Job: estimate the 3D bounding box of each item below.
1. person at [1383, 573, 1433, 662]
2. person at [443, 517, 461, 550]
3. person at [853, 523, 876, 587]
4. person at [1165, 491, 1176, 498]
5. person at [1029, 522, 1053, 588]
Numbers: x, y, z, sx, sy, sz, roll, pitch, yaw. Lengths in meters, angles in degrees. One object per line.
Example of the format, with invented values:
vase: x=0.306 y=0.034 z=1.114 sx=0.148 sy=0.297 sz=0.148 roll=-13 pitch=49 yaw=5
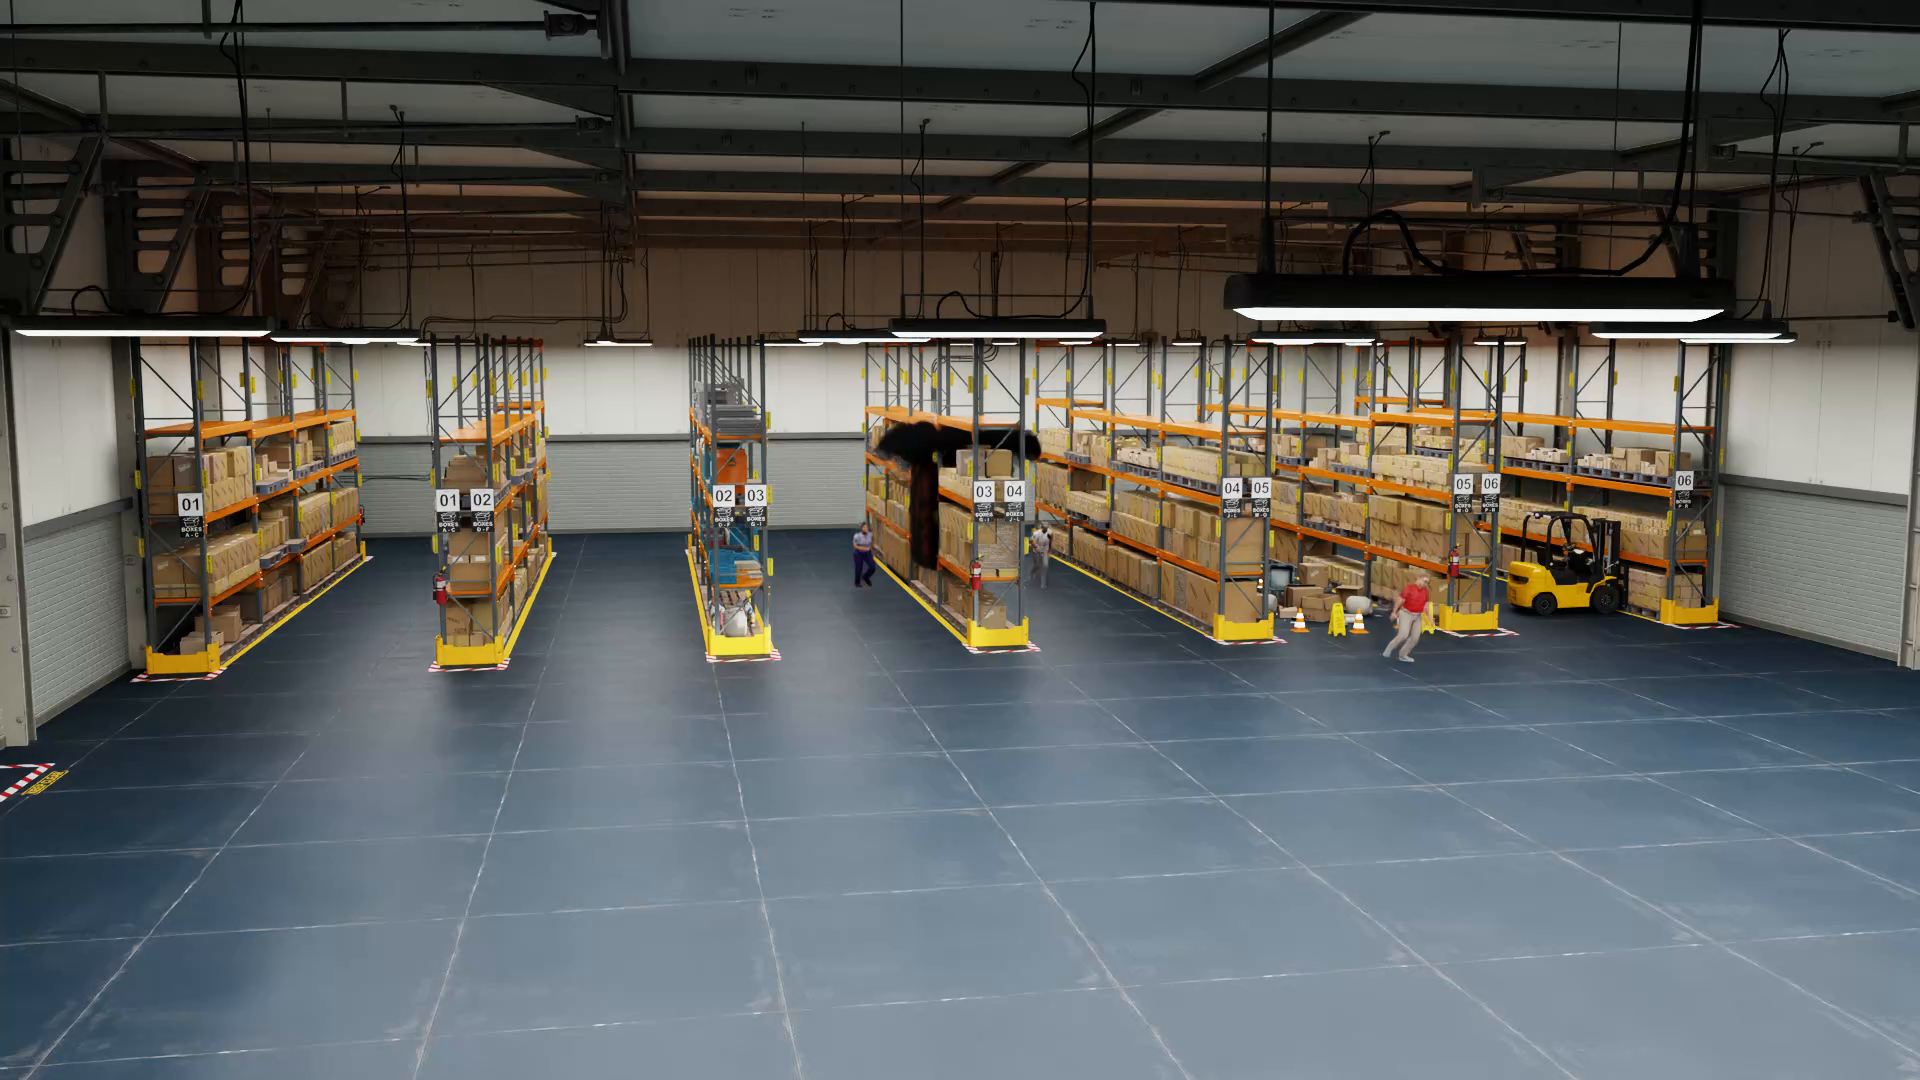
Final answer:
person: x=8.224 y=1.411 z=30.476 sx=0.809 sy=1.648 sz=0.646 roll=-3 pitch=7 yaw=-25
person: x=-14.290 y=-0.473 z=47.173 sx=1.063 sy=1.594 sz=0.696 roll=2 pitch=7 yaw=20
person: x=-2.217 y=0.356 z=38.555 sx=0.608 sy=1.547 sz=0.827 roll=-3 pitch=7 yaw=-24
person: x=6.501 y=-0.901 z=50.698 sx=0.810 sy=1.691 sz=0.703 roll=-1 pitch=7 yaw=-11
person: x=1.940 y=0.324 z=40.477 sx=0.600 sy=1.623 sz=0.975 roll=-3 pitch=7 yaw=-23
